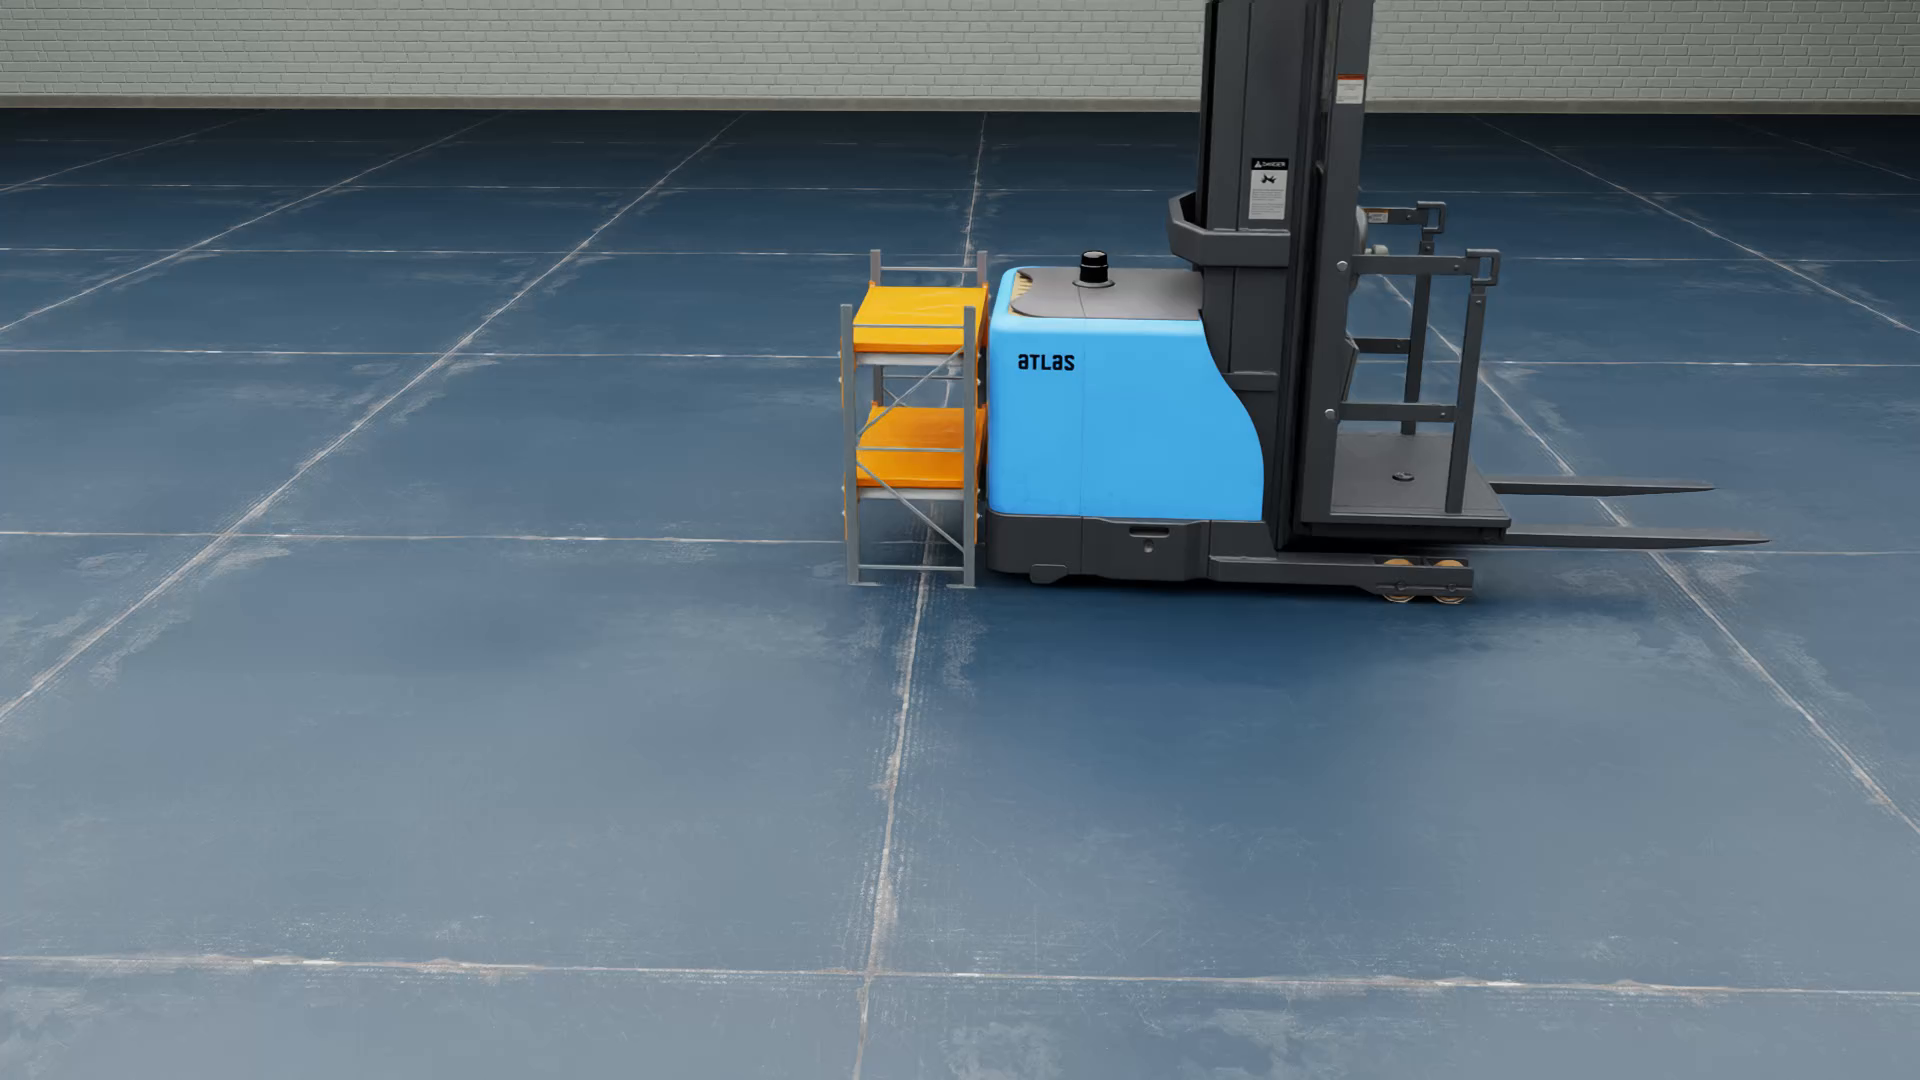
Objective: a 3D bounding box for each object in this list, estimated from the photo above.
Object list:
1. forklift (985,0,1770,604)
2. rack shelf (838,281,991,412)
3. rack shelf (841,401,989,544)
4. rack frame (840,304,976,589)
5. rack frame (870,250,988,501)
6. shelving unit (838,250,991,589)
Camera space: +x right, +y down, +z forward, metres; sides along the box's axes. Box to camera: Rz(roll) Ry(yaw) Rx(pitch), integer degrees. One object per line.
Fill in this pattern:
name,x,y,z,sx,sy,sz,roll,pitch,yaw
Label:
forklift,1.642,-1.320,6.380,3.031,2.935,1.130,2,21,4
rack shelf,-0.163,-0.799,6.725,0.538,0.278,1.000,1,21,3
rack shelf,-0.163,-0.299,6.919,0.538,0.278,1.000,1,21,3
rack frame,-0.192,-0.343,6.358,0.500,1.125,0.032,1,21,3
rack frame,-0.133,-0.710,7.304,0.500,1.125,0.032,1,21,3
shelving unit,-0.163,-0.527,6.831,0.538,1.125,1.048,1,21,3
